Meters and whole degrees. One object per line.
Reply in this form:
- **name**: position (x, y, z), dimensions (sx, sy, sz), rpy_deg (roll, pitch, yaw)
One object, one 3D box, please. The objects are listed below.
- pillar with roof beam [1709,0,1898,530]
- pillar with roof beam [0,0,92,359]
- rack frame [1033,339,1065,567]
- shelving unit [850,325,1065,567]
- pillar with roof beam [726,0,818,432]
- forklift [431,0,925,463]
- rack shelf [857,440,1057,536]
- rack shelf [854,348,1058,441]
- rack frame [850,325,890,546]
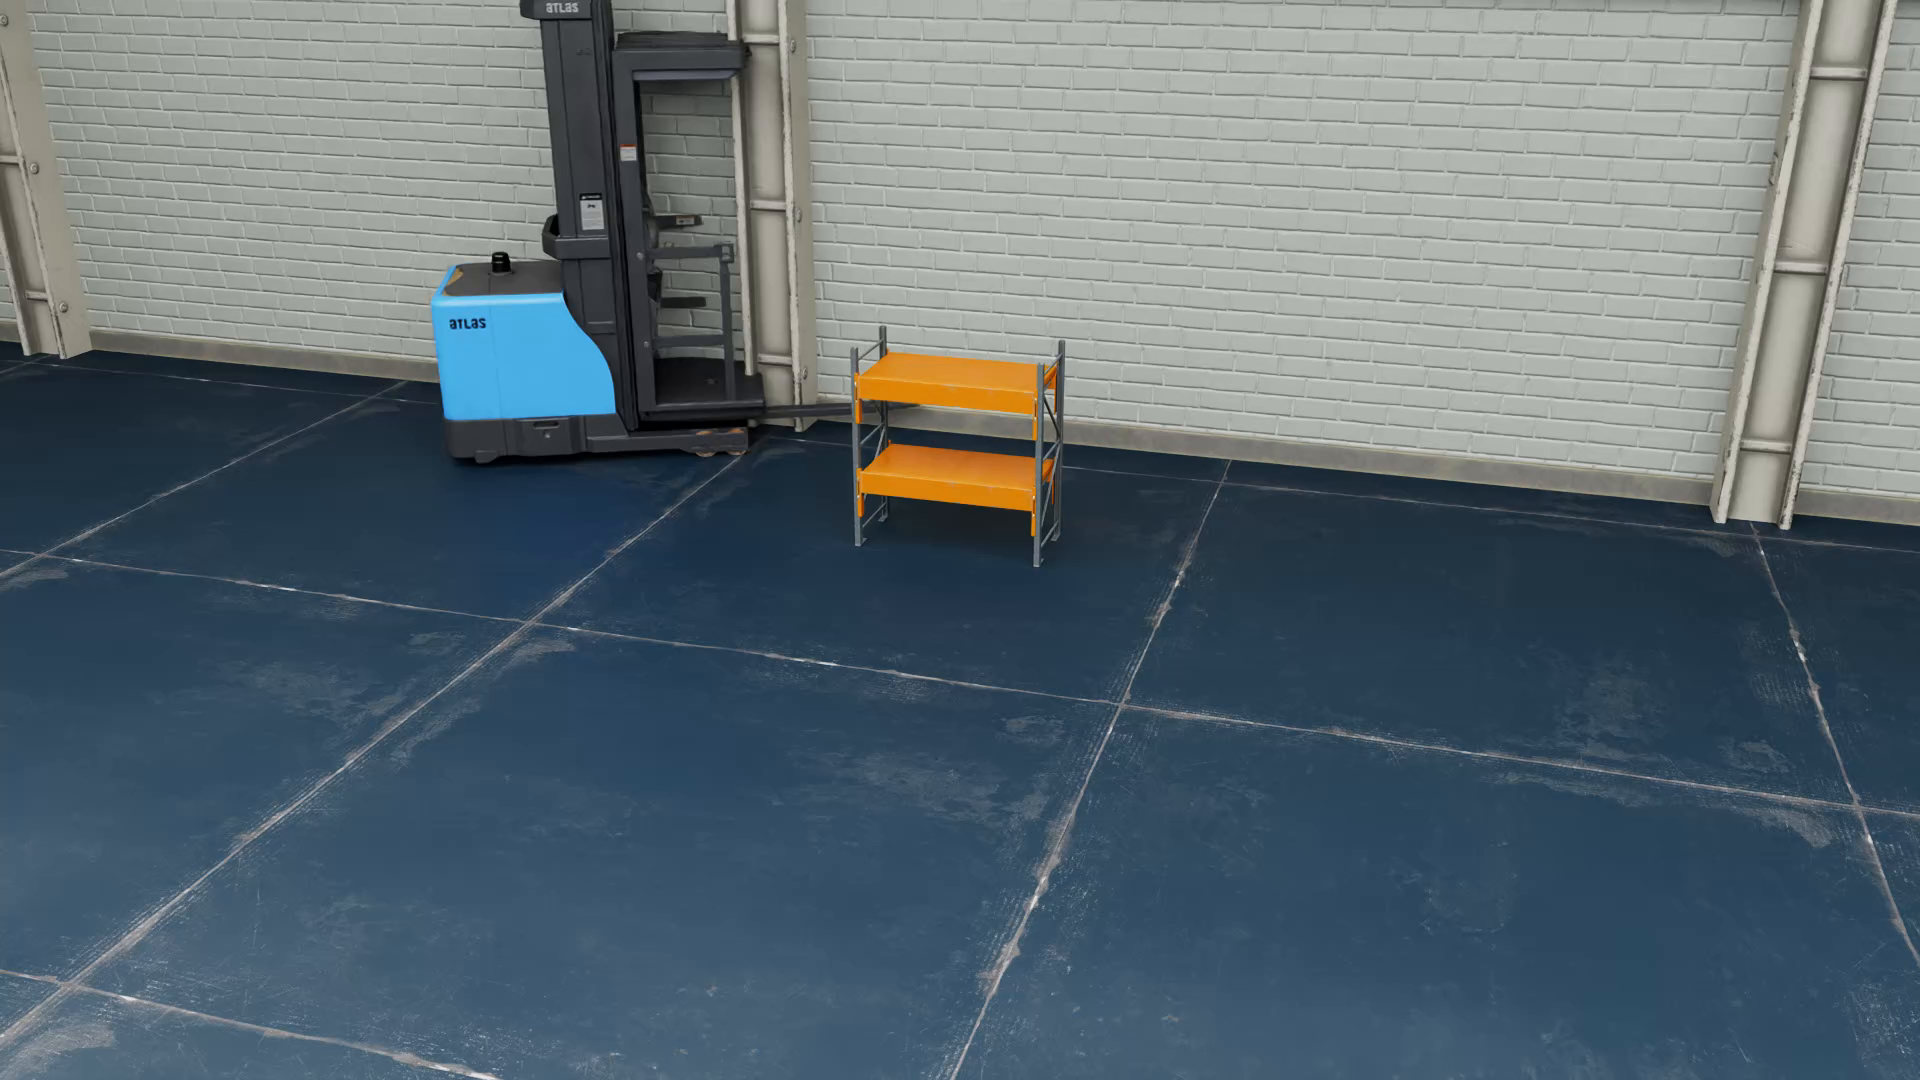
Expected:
- **pillar with roof beam**: position (3.311, -2.735, 4.080), dimensions (0.400, 9.000, 9.100), rpy_deg (7, 23, 16)
- **pillar with roof beam**: position (-8.177, -4.050, 7.287), dimensions (0.400, 9.000, 9.100), rpy_deg (7, 23, 16)
- **rack frame**: position (0.480, -0.465, 8.922), dimensions (0.032, 1.125, 0.500), rpy_deg (7, 23, 16)
- **shelving unit**: position (-0.006, -0.521, 9.058), dimensions (1.048, 1.125, 0.538), rpy_deg (7, 23, 16)
- **pillar with roof beam**: position (-2.433, -3.393, 5.684), dimensions (0.400, 9.000, 9.100), rpy_deg (7, 23, 16)
- **forklift**: position (-1.775, -2.076, 10.468), dimensions (3.031, 2.935, 1.130), rpy_deg (-3, 23, -8)
- **rack shelf**: position (-0.006, -0.295, 9.151), dimensions (1.000, 0.278, 0.538), rpy_deg (7, 23, 16)
- **rack shelf**: position (-0.006, -0.792, 8.947), dimensions (1.000, 0.278, 0.538), rpy_deg (7, 23, 16)
- **rack frame**: position (-0.493, -0.577, 9.194), dimensions (0.032, 1.125, 0.500), rpy_deg (7, 23, 16)
